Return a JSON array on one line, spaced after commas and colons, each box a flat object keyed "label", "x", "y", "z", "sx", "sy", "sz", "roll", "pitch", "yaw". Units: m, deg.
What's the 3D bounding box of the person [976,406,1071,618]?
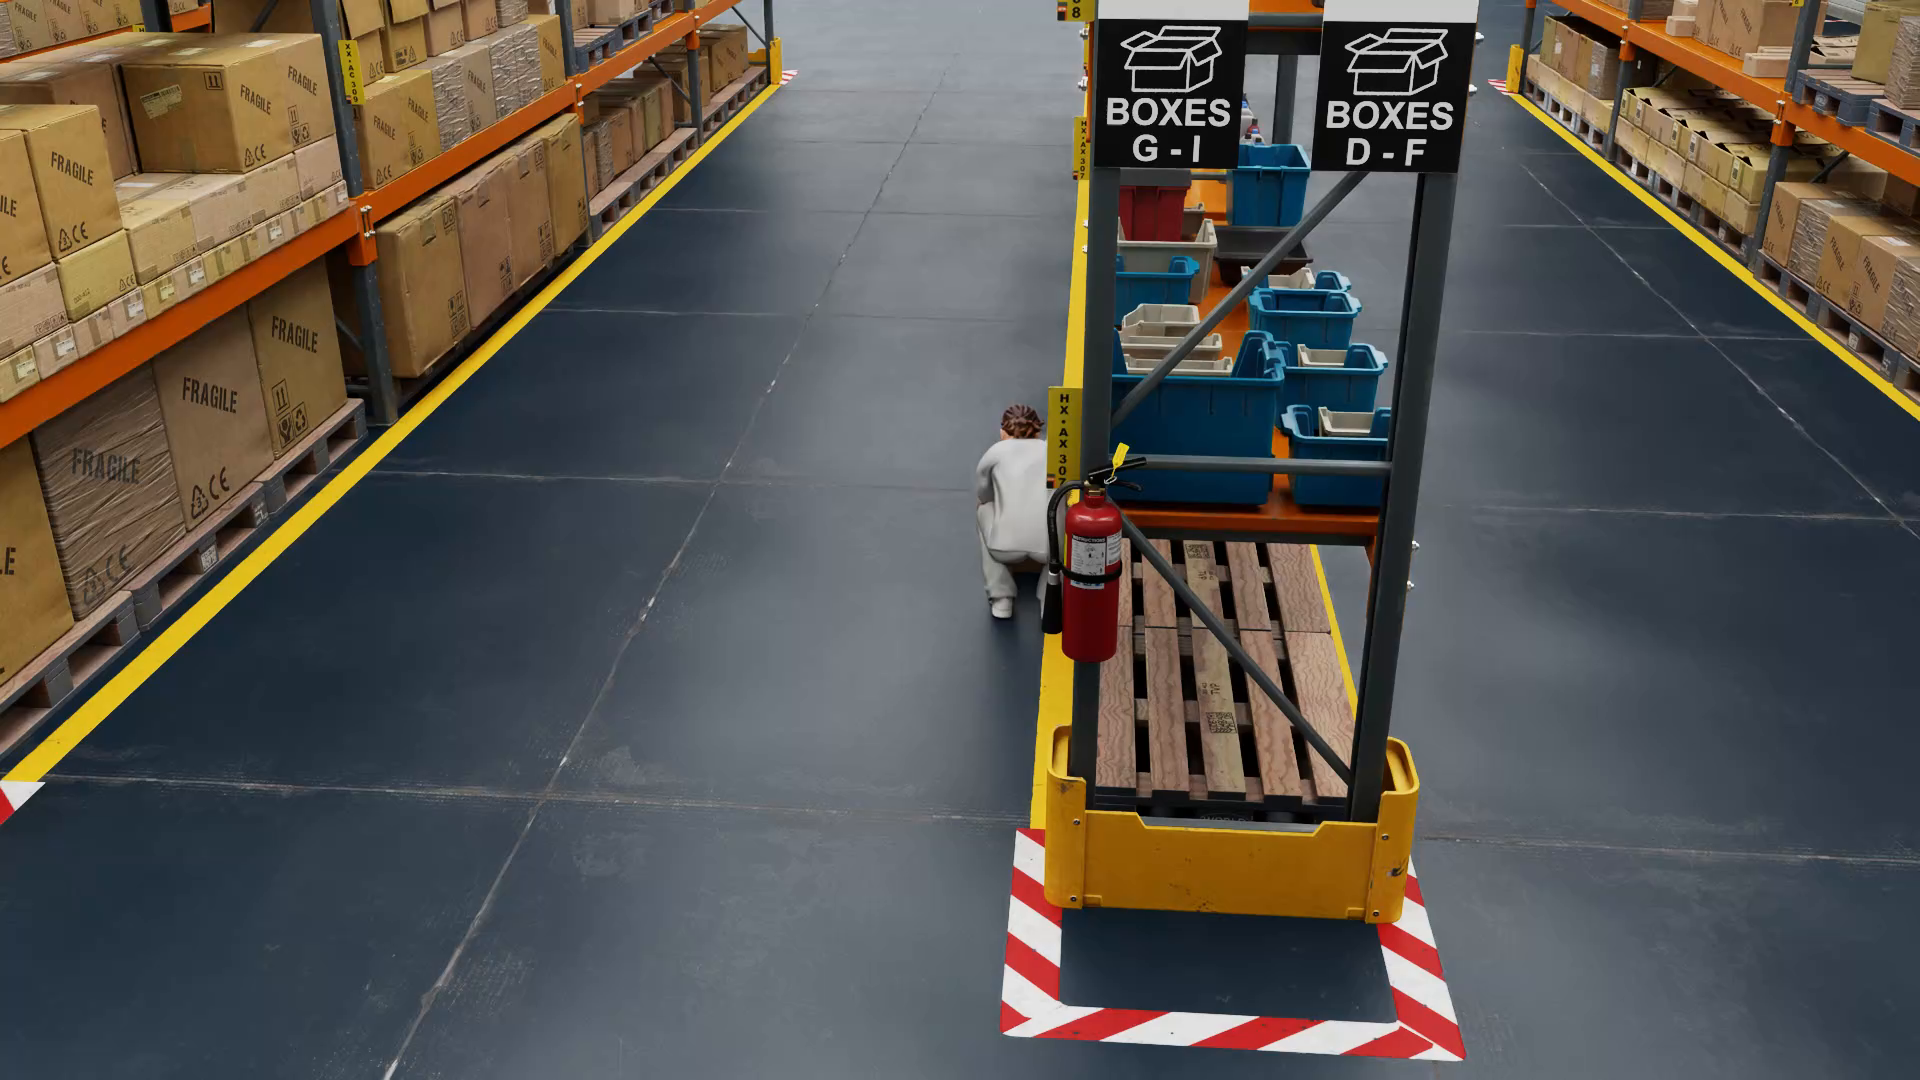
[{"label": "person", "x": 0.303, "y": -0.110, "z": 7.438, "sx": 0.479, "sy": 0.806, "sz": 0.807, "roll": 2, "pitch": 25, "yaw": 4}]
